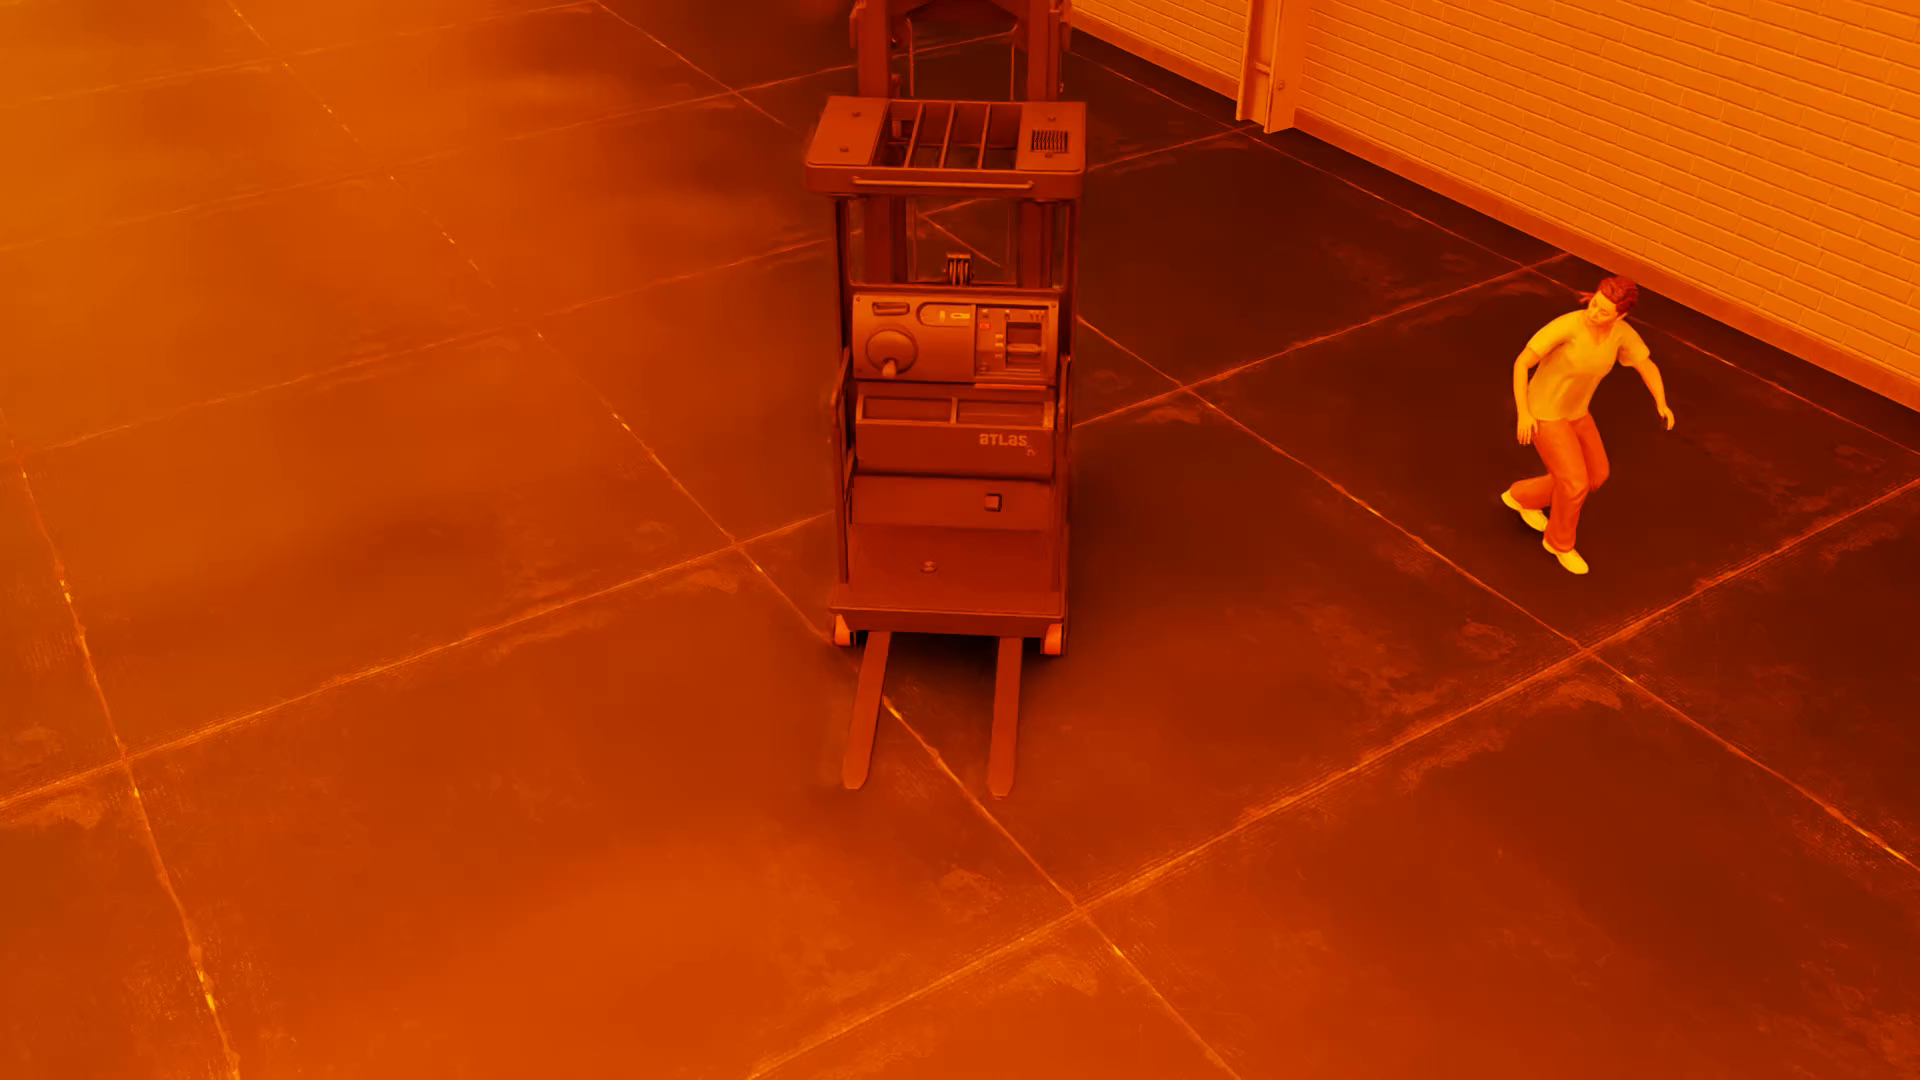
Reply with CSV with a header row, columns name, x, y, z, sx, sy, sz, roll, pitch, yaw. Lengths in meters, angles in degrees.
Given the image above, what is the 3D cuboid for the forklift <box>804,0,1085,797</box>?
name,x,y,z,sx,sy,sz,roll,pitch,yaw
forklift,-0.034,-0.848,7.354,1.130,2.935,3.031,2,35,3

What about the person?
name,x,y,z,sx,sy,sz,roll,pitch,yaw
person,3.025,-0.559,8.147,0.774,1.551,0.749,-17,39,-23
